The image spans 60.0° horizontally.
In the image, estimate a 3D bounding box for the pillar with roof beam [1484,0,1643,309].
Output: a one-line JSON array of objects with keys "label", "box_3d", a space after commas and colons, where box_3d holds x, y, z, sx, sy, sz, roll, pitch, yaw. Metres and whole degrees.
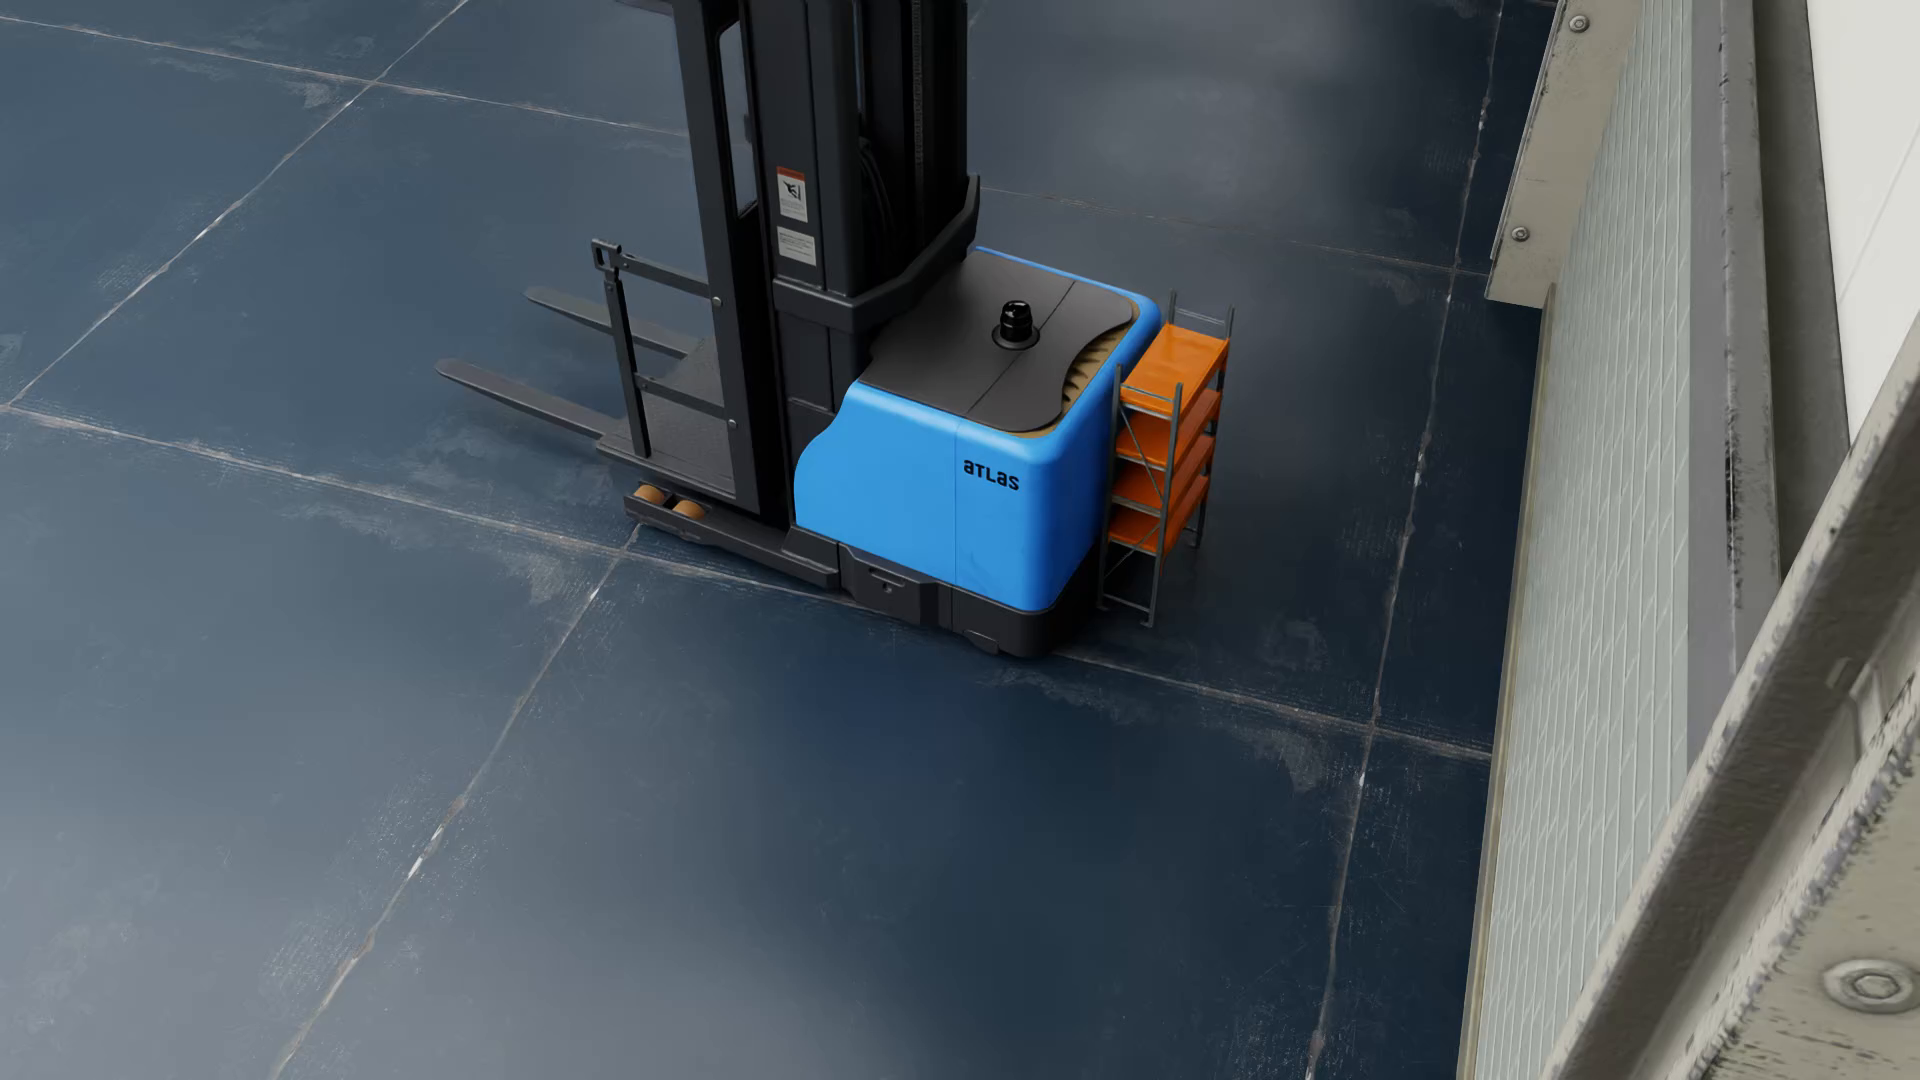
[{"label": "pillar with roof beam", "box_3d": [-1.397, -5.379, 5.813, 9.100, 9.000, 0.400, 13, 46, 13]}]

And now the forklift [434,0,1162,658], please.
[{"label": "forklift", "box_3d": [-0.788, -1.348, 6.032, 3.031, 2.935, 1.130, 20, 48, 20]}]

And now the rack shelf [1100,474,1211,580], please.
[{"label": "rack shelf", "box_3d": [0.751, -0.092, 6.366, 0.258, 0.148, 0.480, 20, 48, 19]}]

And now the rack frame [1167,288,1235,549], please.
[{"label": "rack frame", "box_3d": [0.863, -0.433, 6.335, 0.240, 1.200, 0.015, 20, 48, 19]}]

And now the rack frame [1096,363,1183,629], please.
[{"label": "rack frame", "box_3d": [0.638, -0.130, 6.025, 0.240, 1.200, 0.015, 20, 48, 19]}]

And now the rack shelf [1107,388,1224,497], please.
[{"label": "rack shelf", "box_3d": [0.751, -0.394, 6.071, 0.258, 0.148, 0.480, 20, 48, 19]}]

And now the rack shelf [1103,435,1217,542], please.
[{"label": "rack shelf", "box_3d": [0.751, -0.234, 6.227, 0.258, 0.148, 0.480, 20, 48, 19]}]

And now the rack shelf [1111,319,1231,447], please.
[{"label": "rack shelf", "box_3d": [0.751, -0.563, 5.905, 0.258, 0.148, 0.480, 20, 48, 19]}]

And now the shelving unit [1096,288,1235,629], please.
[{"label": "shelving unit", "box_3d": [0.751, -0.282, 6.180, 0.258, 1.200, 0.503, 20, 48, 19]}]
